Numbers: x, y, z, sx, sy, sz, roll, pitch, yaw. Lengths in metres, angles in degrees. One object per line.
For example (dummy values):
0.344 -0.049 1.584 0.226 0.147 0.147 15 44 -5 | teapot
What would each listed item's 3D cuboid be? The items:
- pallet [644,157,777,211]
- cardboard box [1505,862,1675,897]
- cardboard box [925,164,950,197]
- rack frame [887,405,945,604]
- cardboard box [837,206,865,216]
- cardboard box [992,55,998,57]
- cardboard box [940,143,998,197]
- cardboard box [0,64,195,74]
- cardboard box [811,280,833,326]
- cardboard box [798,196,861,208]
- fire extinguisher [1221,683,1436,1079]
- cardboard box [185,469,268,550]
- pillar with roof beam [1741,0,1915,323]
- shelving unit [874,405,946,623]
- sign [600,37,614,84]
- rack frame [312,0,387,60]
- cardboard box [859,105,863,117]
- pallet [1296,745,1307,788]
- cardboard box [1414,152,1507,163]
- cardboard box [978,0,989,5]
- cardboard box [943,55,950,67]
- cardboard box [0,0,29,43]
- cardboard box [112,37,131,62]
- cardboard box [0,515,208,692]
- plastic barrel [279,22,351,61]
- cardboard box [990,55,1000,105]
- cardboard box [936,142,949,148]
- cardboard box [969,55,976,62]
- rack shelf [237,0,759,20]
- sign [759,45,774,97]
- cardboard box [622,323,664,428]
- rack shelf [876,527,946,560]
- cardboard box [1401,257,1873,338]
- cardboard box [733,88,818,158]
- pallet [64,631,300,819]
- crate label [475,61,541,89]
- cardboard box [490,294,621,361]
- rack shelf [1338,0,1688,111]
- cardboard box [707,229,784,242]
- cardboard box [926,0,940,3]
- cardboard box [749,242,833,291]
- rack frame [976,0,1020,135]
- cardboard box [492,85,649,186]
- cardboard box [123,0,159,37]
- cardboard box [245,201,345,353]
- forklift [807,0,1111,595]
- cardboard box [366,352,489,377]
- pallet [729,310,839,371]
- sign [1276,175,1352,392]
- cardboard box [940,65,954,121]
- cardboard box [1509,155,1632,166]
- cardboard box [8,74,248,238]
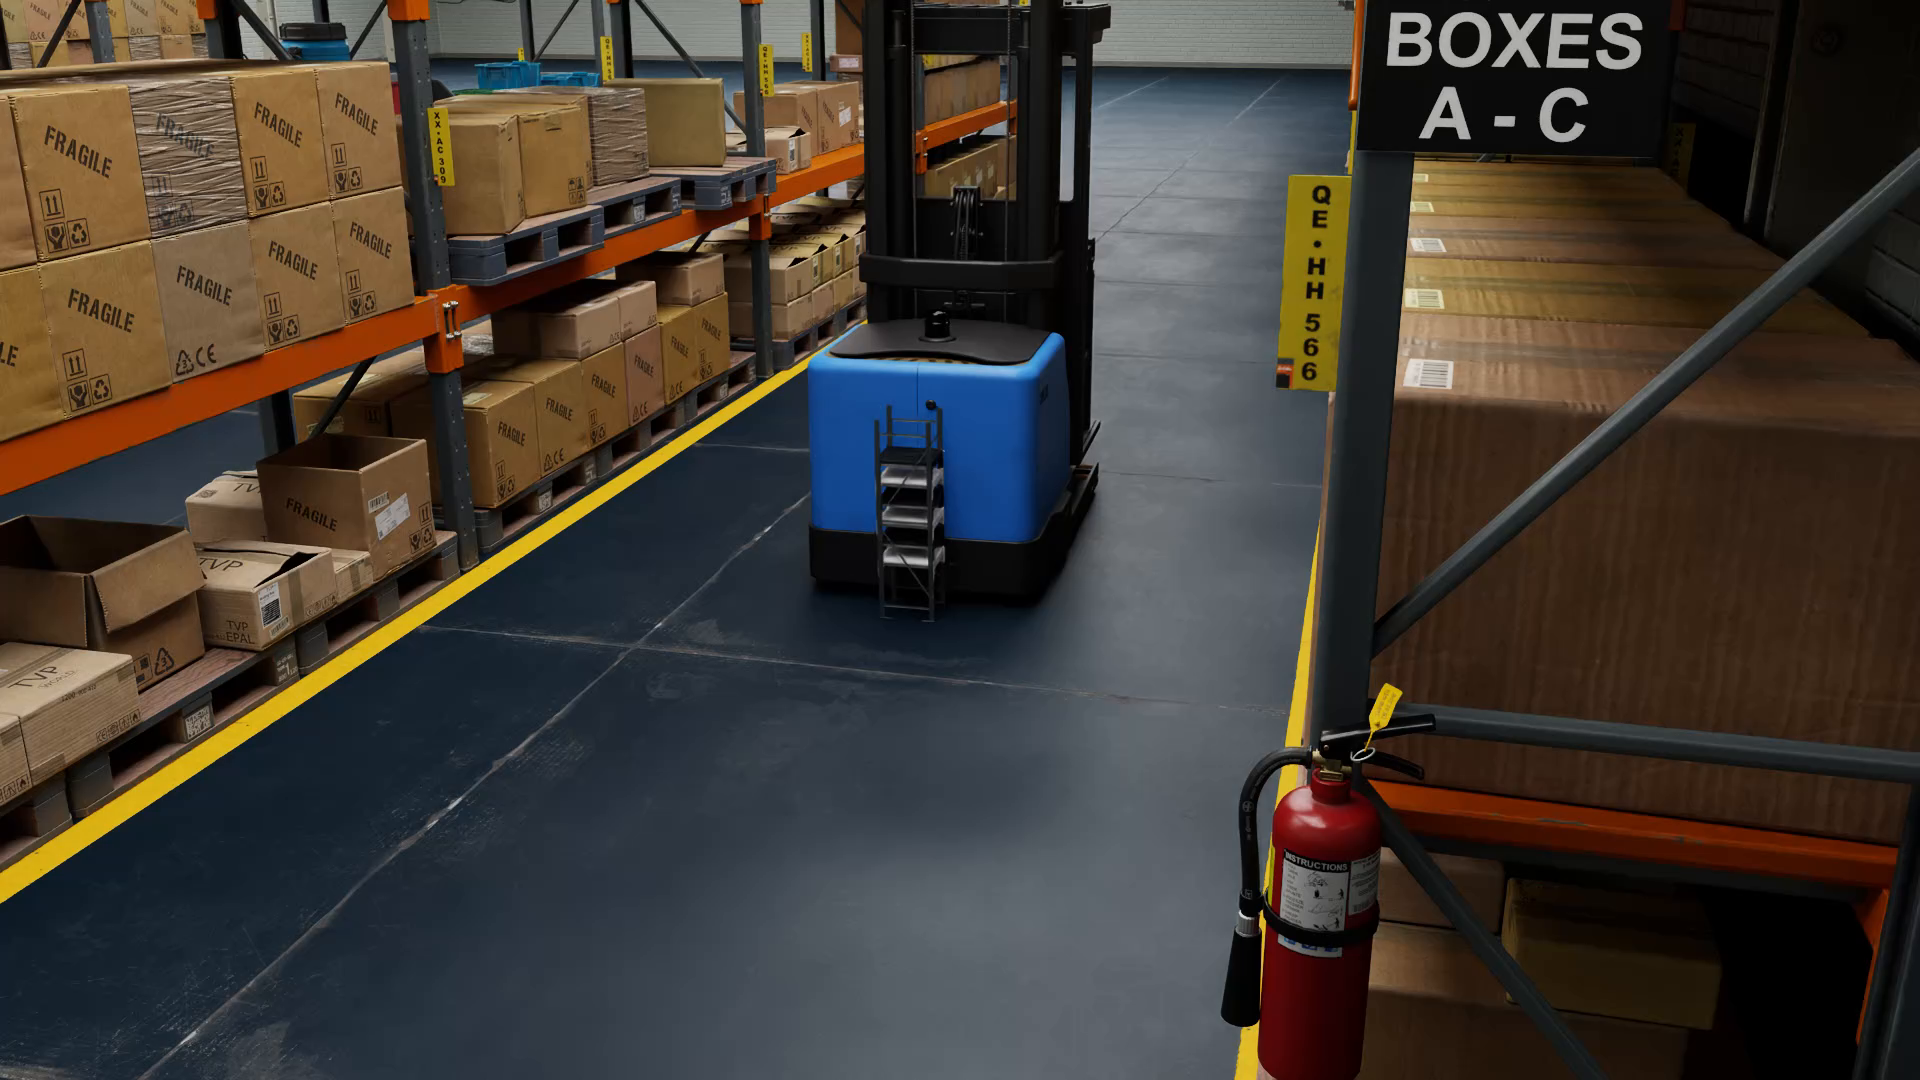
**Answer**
-1.886 -2.267 10.482 1.213 0.211 1.003 5 19 13 | pallet
1.422 0.667 3.807 0.380 0.149 0.250 5 19 14 | cardboard box
-0.394 -3.203 15.369 0.500 0.500 0.500 5 19 13 | cardboard box
-0.189 -0.146 7.190 0.240 0.900 0.006 4 22 12 | rack frame
-0.753 -2.680 14.129 0.500 0.311 0.500 5 20 15 | cardboard box
0.195 -5.221 17.674 0.380 0.149 0.250 5 20 15 | cardboard box
0.094 -3.830 17.204 0.500 0.500 0.500 5 19 13 | cardboard box
-3.279 -1.556 6.400 0.500 0.500 0.500 4 19 12 | cardboard box
-1.253 -1.772 12.340 0.500 0.250 0.500 4 19 12 | cardboard box
-1.153 -2.883 14.724 0.500 0.311 0.500 5 19 14 | cardboard box
0.577 0.545 2.648 0.296 0.674 0.183 5 19 13 | fire extinguisher
-3.078 -0.144 7.447 0.500 0.311 0.500 5 19 13 | cardboard box
-1.468 -3.824 5.460 9.100 9.000 0.400 5 19 13 | pillar with roof beam
-0.211 -0.109 7.098 0.258 0.900 0.210 4 22 12 | shelving unit
-2.327 -3.167 11.028 0.100 0.325 0.005 5 19 13 | sign
-5.613 -4.222 15.909 1.000 3.000 0.127 5 19 13 | rack frame
-0.889 -3.601 14.322 0.500 0.250 0.500 6 20 17 | cardboard box
1.481 1.003 4.925 1.003 0.211 1.213 5 19 13 | pallet
1.905 -1.652 6.576 0.500 0.250 0.500 5 20 15 | cardboard box
-0.096 -5.418 17.247 0.700 0.500 0.500 4 19 12 | cardboard box
-0.309 -4.573 15.779 0.380 0.149 0.250 4 19 12 | cardboard box
-10.060 -5.396 17.182 0.500 0.500 0.500 5 19 13 | cardboard box
-9.903 -5.410 18.770 0.875 0.500 0.500 5 19 13 | cardboard box
-3.220 0.240 6.026 0.797 0.503 0.637 5 19 13 | cardboard box
-6.001 -4.362 15.543 0.600 0.901 0.708 5 19 13 | plastic barrel
0.040 -4.986 17.989 0.700 0.500 0.500 5 19 13 | cardboard box
-0.410 -3.871 17.324 0.500 0.500 0.500 5 19 13 | cardboard box
-0.057 -4.897 16.726 0.380 0.149 0.250 5 20 15 | cardboard box
-2.277 -3.028 8.886 1.077 0.370 4.000 5 19 13 | rack shelf
-1.260 -3.047 10.798 0.100 0.325 0.005 5 19 13 | sign
-2.038 -0.963 9.552 0.500 0.500 0.500 4 19 11 | cardboard box
-0.209 0.006 7.143 0.258 0.077 0.200 4 22 12 | rack shelf
1.344 -0.210 3.698 0.980 0.700 0.700 5 19 13 | cardboard box
-1.394 -3.151 12.617 0.500 0.500 0.500 4 19 10 | cardboard box
-3.230 0.596 6.117 1.003 0.211 1.213 5 19 13 | pallet
-4.823 -4.895 17.822 0.502 0.435 0.616 5 19 13 | crate label
-2.167 -1.149 8.936 0.500 0.250 0.500 5 19 13 | cardboard box
1.550 -1.385 4.073 1.077 0.370 4.000 5 19 13 | rack shelf
-1.652 -2.244 12.854 0.500 0.311 0.500 5 19 13 | cardboard box
-0.586 -4.789 15.407 0.700 0.500 0.500 5 19 13 | cardboard box
-1.255 -2.045 12.272 0.500 0.311 0.500 4 19 12 | cardboard box
0.166 -5.084 18.431 1.000 3.000 0.127 5 19 13 | rack frame
-2.241 -2.344 9.606 0.700 0.500 0.500 9 21 24 | cardboard box
-9.575 -6.023 19.018 0.500 0.500 0.500 5 19 13 | cardboard box
-2.763 -1.031 6.411 0.500 0.500 0.500 5 20 15 | cardboard box
0.131 -1.586 8.296 1.130 2.935 3.031 4 19 11 | forklift
-2.794 -0.679 8.723 0.500 0.500 0.500 5 19 14 | cardboard box
-1.549 -1.512 12.287 1.003 0.211 1.213 5 19 13 | pallet
0.539 -0.386 2.519 0.100 0.325 0.005 5 19 13 | sign
-0.460 -4.340 16.098 0.700 0.500 0.500 5 19 14 | cardboard box
2.404 -1.609 6.450 0.500 0.250 0.500 5 20 15 | cardboard box
-2.884 -1.345 5.784 0.500 0.500 0.500 5 19 14 | cardboard box
